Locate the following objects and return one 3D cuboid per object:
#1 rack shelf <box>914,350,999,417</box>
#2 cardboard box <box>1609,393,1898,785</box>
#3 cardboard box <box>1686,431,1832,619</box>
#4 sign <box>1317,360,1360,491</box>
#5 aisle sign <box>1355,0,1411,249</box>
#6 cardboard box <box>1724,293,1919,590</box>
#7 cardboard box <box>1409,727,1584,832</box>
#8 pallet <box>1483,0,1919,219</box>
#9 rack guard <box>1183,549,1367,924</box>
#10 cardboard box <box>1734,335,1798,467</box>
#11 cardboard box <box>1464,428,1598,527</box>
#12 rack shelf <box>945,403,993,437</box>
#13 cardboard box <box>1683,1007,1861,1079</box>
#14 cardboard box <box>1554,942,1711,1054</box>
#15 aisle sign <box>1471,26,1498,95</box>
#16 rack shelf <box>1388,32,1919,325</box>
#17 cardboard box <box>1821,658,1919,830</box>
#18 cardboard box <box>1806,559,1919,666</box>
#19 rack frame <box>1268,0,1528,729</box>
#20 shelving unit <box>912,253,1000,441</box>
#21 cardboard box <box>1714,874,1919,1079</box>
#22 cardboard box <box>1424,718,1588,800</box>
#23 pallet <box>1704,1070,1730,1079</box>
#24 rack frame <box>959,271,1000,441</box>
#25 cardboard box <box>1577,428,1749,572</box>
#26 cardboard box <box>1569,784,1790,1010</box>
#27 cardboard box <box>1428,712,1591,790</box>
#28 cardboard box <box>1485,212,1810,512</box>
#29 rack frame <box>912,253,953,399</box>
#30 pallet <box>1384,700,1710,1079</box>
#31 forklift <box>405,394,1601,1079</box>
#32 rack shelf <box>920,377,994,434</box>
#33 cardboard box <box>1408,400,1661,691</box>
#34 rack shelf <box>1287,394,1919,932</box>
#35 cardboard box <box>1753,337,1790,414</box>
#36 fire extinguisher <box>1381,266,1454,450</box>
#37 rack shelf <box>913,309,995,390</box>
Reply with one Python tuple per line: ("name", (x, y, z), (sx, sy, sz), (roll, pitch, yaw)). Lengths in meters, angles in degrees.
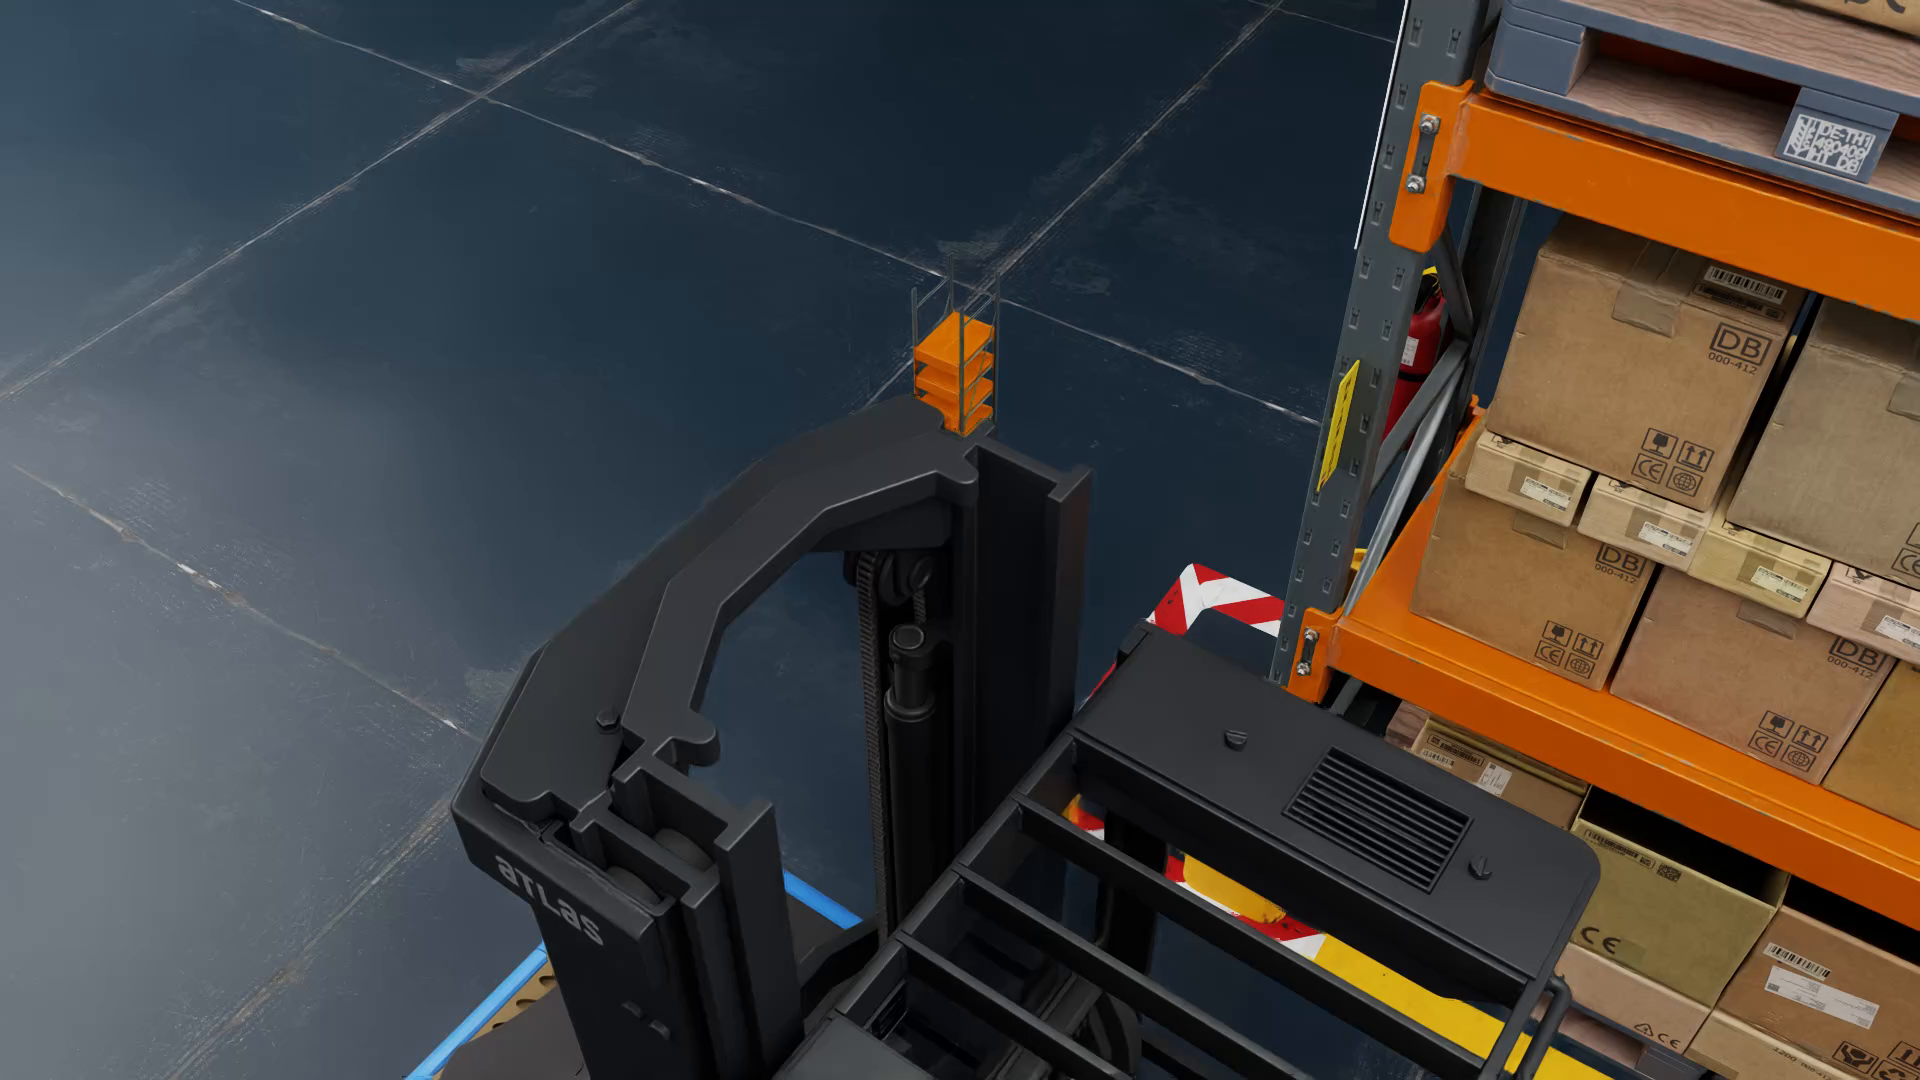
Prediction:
("rack shelf", (-0.012, -0.560, 5.685), (0.180, 0.103, 0.258), (25, 51, 22))
("cardboard box", (1.987, 0.096, 3.995), (0.500, 0.500, 0.700), (26, 51, 23))
("cardboard box", (1.803, -0.039, 3.674), (0.250, 0.149, 0.380), (25, 51, 22))
("sign", (0.852, -0.254, 3.747), (0.005, 0.325, 0.100), (25, 51, 22))
("aisle sign", (0.936, -1.004, 3.322), (0.004, 0.787, 0.394), (25, 51, 22))
("cardboard box", (2.033, -0.335, 3.510), (0.500, 0.500, 0.700), (23, 50, 21))
("cardboard box", (1.488, 0.896, 4.912), (0.500, 0.250, 0.500), (25, 51, 22))
("pallet", (1.738, -0.983, 3.084), (1.213, 0.211, 1.003), (25, 51, 22))
("rack guard", (1.136, 0.604, 5.314), (0.348, 0.500, 1.175), (25, 51, 22))
("cardboard box", (2.017, -0.286, 3.915), (0.250, 0.149, 0.380), (24, 50, 22))
("cardboard box", (1.370, -0.237, 3.866), (0.250, 0.149, 0.380), (24, 51, 22))
("rack shelf", (-0.012, -0.393, 5.857), (0.180, 0.103, 0.258), (25, 51, 22))
("cardboard box", (2.331, 1.281, 4.538), (0.500, 0.250, 0.500), (25, 51, 22))
("cardboard box", (1.911, 1.087, 4.726), (0.500, 0.250, 0.500), (25, 51, 22))
("aisle sign", (1.260, -1.366, 3.674), (0.004, 0.787, 0.394), (25, 51, 22))
("rack shelf", (2.840, -0.278, 2.839), (4.000, 0.370, 1.077), (25, 51, 22))
("cardboard box", (2.402, 0.292, 3.805), (0.500, 0.500, 0.700), (25, 51, 22))
("cardboard box", (2.015, 0.060, 3.578), (0.250, 0.149, 0.380), (24, 50, 22))
("rack frame", (1.156, -0.258, 4.409), (0.127, 3.000, 1.000), (25, 51, 22))
("shelving unit", (-0.012, -0.424, 5.825), (0.189, 1.200, 0.258), (25, 51, 22))
("cardboard box", (2.337, 1.013, 4.276), (0.500, 0.500, 0.500), (25, 51, 22))
("cardboard box", (1.767, 0.583, 5.216), (0.500, 0.250, 0.500), (25, 51, 22))
("pallet", (2.846, 1.458, 4.686), (1.213, 0.211, 1.003), (25, 51, 22))
("rack frame", (0.065, -0.388, 5.791), (0.006, 1.200, 0.240), (25, 51, 22))
("cardboard box", (1.594, -0.136, 3.769), (0.250, 0.149, 0.380), (23, 50, 21))
("cardboard box", (1.910, 0.827, 4.456), (0.500, 0.500, 0.500), (25, 51, 22))
("cardboard box", (1.768, 0.321, 4.948), (0.500, 0.500, 0.500), (25, 51, 22))
("cardboard box", (1.587, -0.536, 3.705), (0.500, 0.500, 0.700), (25, 51, 22))
("rack frame", (-0.089, -0.459, 5.860), (0.006, 1.200, 0.240), (25, 51, 22))
("pallet", (1.823, 0.985, 5.146), (1.213, 0.211, 1.003), (25, 51, 22))
("forklift", (0.232, 1.283, 2.960), (3.031, 2.935, 1.130), (27, 52, 24))
("rack shelf", (-0.012, -0.476, 5.771), (0.180, 0.103, 0.258), (25, 51, 22))
("cardboard box", (1.542, -0.104, 4.190), (0.500, 0.500, 0.700), (25, 51, 22))
("rack shelf", (2.840, 0.767, 3.914), (4.000, 0.370, 1.077), (25, 51, 22))
("cardboard box", (1.802, -0.385, 4.011), (0.250, 0.149, 0.380), (26, 51, 23))
("fire extinguisher", (1.308, -0.557, 4.754), (0.183, 0.674, 0.296), (25, 51, 22))
("rack shelf", (-0.012, -0.644, 5.599), (0.180, 0.103, 0.258), (25, 51, 22))
